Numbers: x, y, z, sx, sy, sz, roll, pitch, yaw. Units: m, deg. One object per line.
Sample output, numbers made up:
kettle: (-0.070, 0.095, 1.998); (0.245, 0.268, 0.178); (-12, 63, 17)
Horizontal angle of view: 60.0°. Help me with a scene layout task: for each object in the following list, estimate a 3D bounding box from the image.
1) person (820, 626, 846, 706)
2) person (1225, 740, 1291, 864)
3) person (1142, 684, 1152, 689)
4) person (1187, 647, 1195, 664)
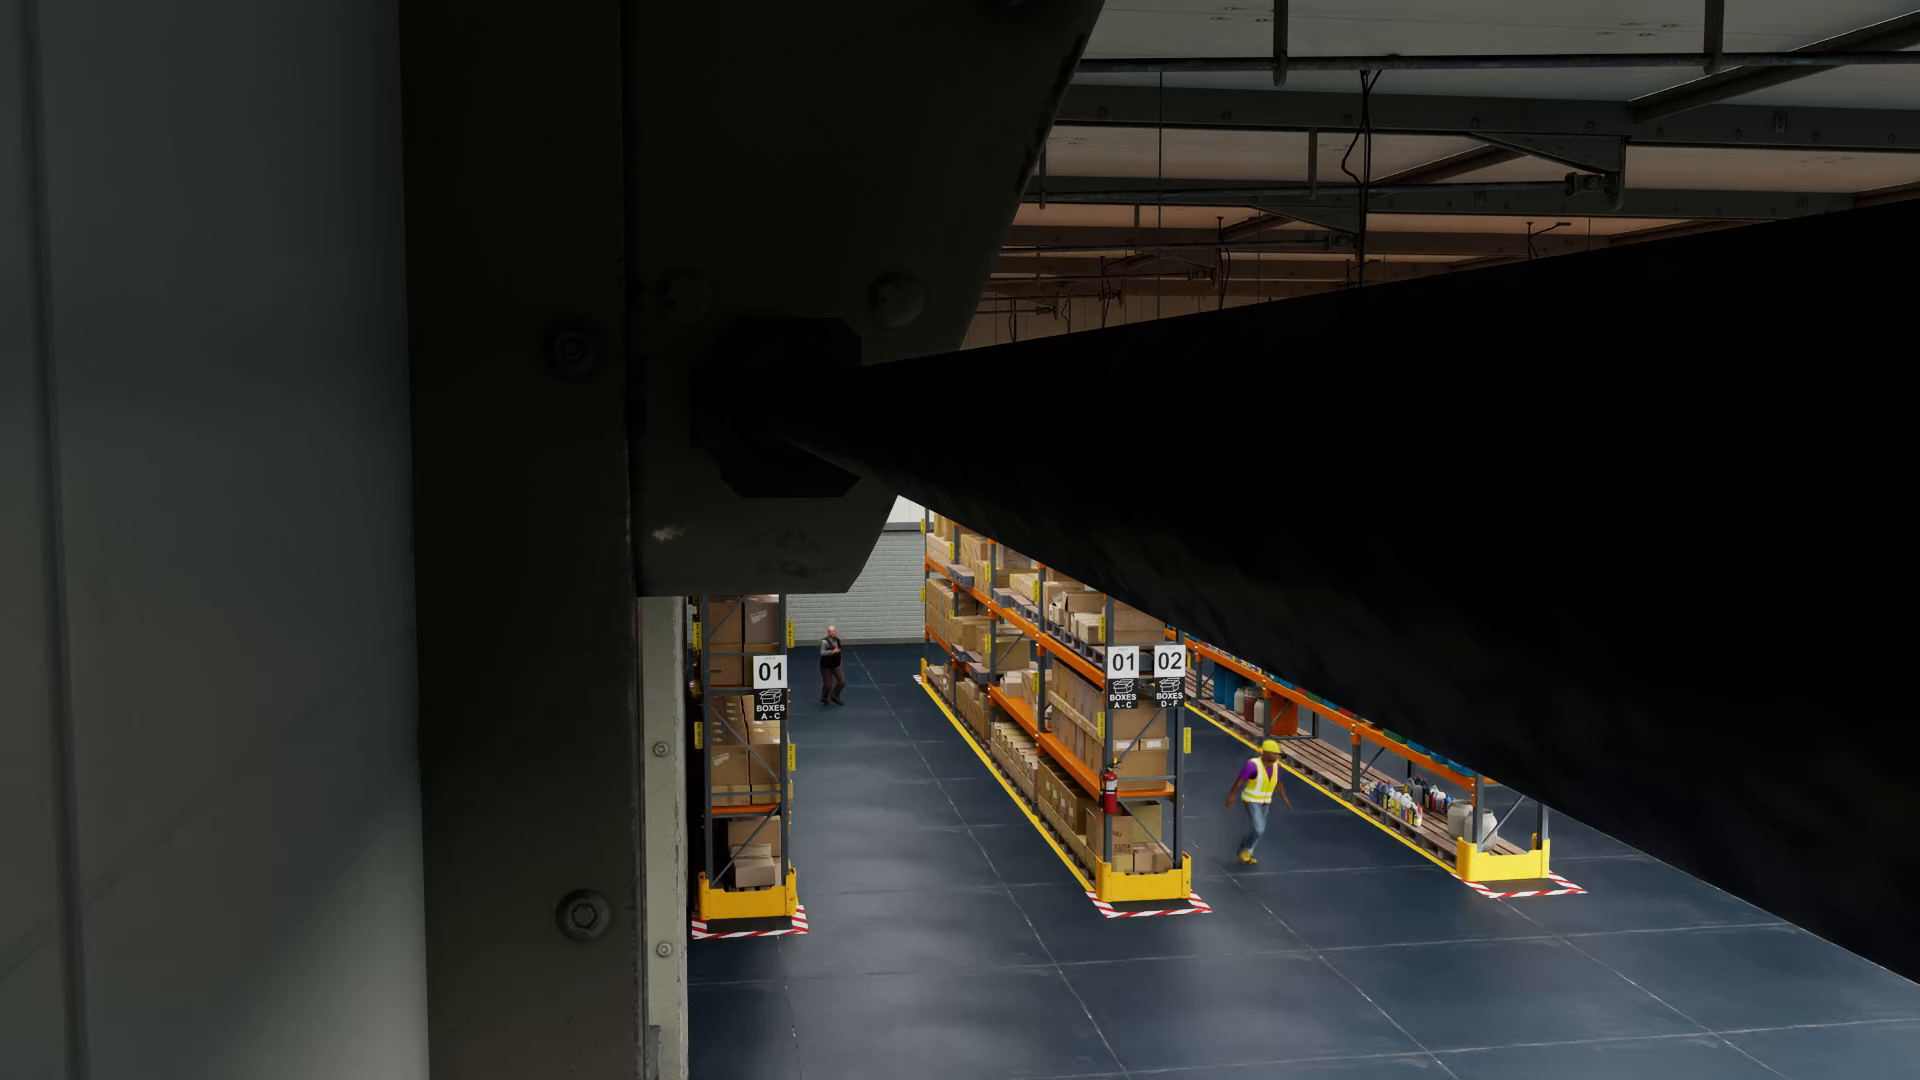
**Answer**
person: (-2.607, 2.566, 33.505); (0.634, 1.696, 0.875); (-3, 6, -34)
person: (3.999, 3.507, 22.278); (0.707, 1.714, 0.677); (-4, 6, -35)
person: (3.456, 2.779, 31.690); (0.619, 1.506, 1.016); (0, 5, 2)
person: (5.393, 2.132, 38.742); (0.412, 1.645, 0.635); (-2, 5, -24)
